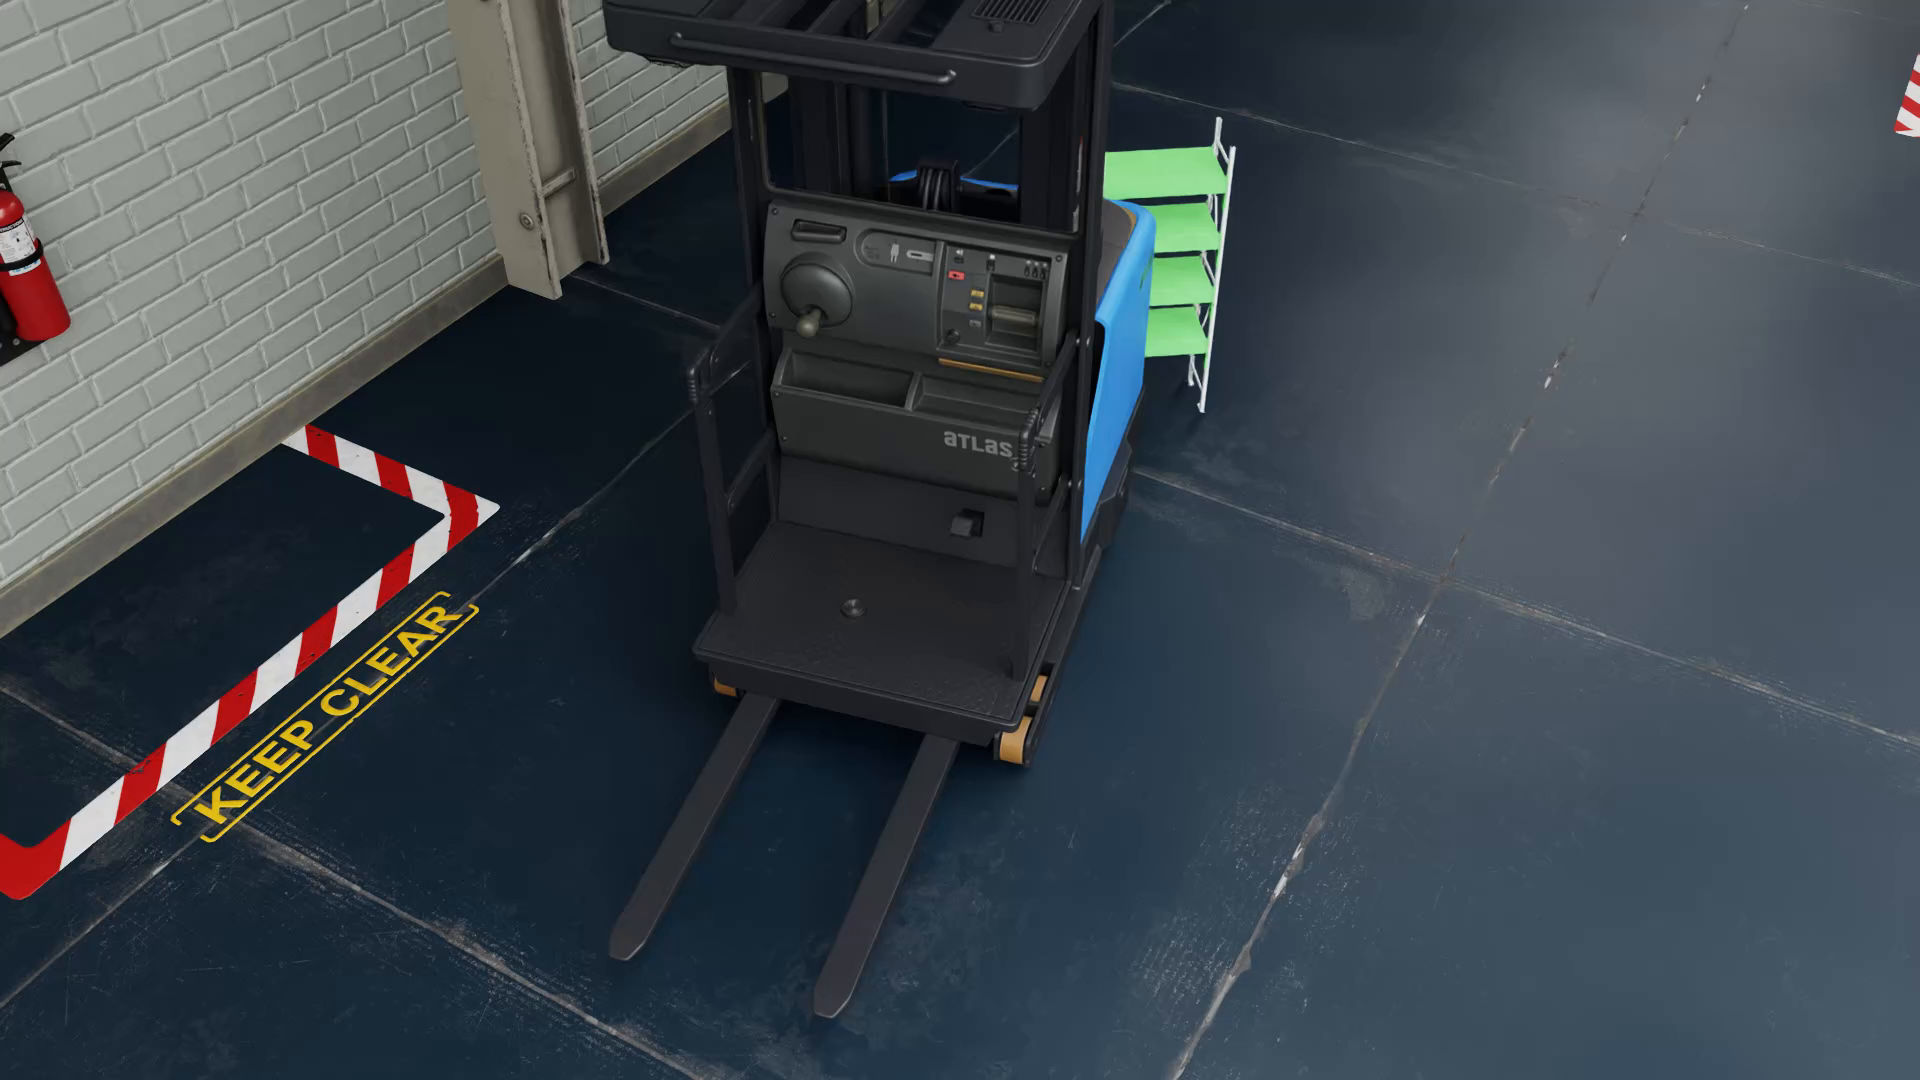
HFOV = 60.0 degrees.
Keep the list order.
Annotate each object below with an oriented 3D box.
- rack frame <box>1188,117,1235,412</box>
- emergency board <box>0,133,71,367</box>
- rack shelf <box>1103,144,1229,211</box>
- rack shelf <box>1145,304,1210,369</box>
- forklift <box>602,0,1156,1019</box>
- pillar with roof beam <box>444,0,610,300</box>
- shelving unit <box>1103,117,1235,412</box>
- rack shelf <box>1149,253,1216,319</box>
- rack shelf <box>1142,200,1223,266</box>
[{"bbox_3d":[0.983,-1.055,6.541,0.015,1.200,0.240,-4,42,-5],"label":"rack frame"},{"bbox_3d":[-3.125,-0.966,5.078,0.194,1.169,0.643,21,45,22],"label":"emergency board"},{"bbox_3d":[0.740,-1.349,6.245,0.480,0.148,0.258,-4,42,-5],"label":"rack shelf"},{"bbox_3d":[0.740,-0.809,6.721,0.480,0.148,0.258,-4,42,-5],"label":"rack shelf"},{"bbox_3d":[-0.204,-0.670,4.793,1.130,2.935,3.031,12,43,13],"label":"forklift"},{"bbox_3d":[1.872,-3.196,3.070,9.100,9.000,0.400,21,45,22],"label":"pillar with roof beam"},{"bbox_3d":[0.740,-1.037,6.520,0.503,1.200,0.258,-4,42,-5],"label":"shelving unit"},{"bbox_3d":[0.740,-0.989,6.562,0.480,0.148,0.258,-4,42,-5],"label":"rack shelf"},{"bbox_3d":[0.740,-1.169,6.404,0.480,0.148,0.258,-4,42,-5],"label":"rack shelf"}]
